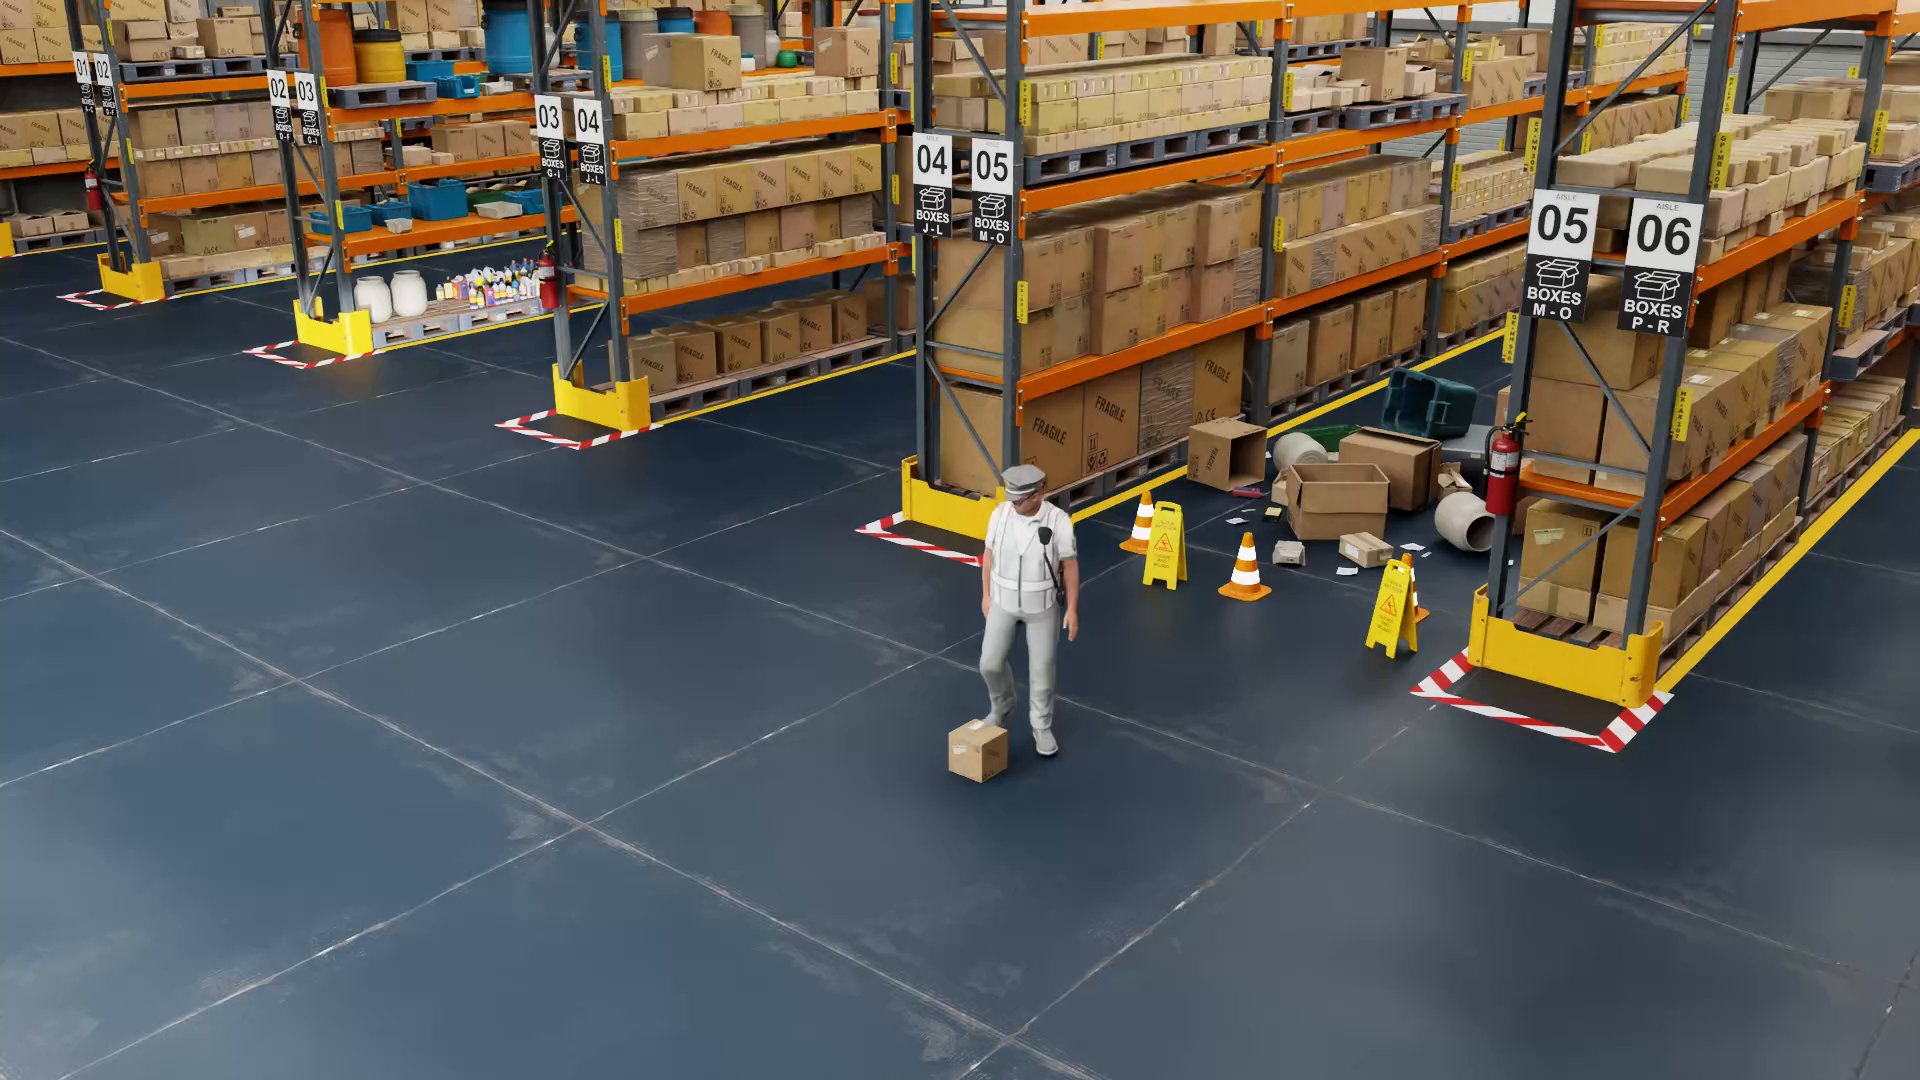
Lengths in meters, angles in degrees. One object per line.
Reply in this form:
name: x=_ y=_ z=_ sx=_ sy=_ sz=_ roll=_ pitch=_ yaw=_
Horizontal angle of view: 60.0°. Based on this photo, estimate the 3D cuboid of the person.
person: x=0.414 y=0.425 z=9.953 sx=0.619 sy=1.793 sz=0.455 roll=4 pitch=21 yaw=12
